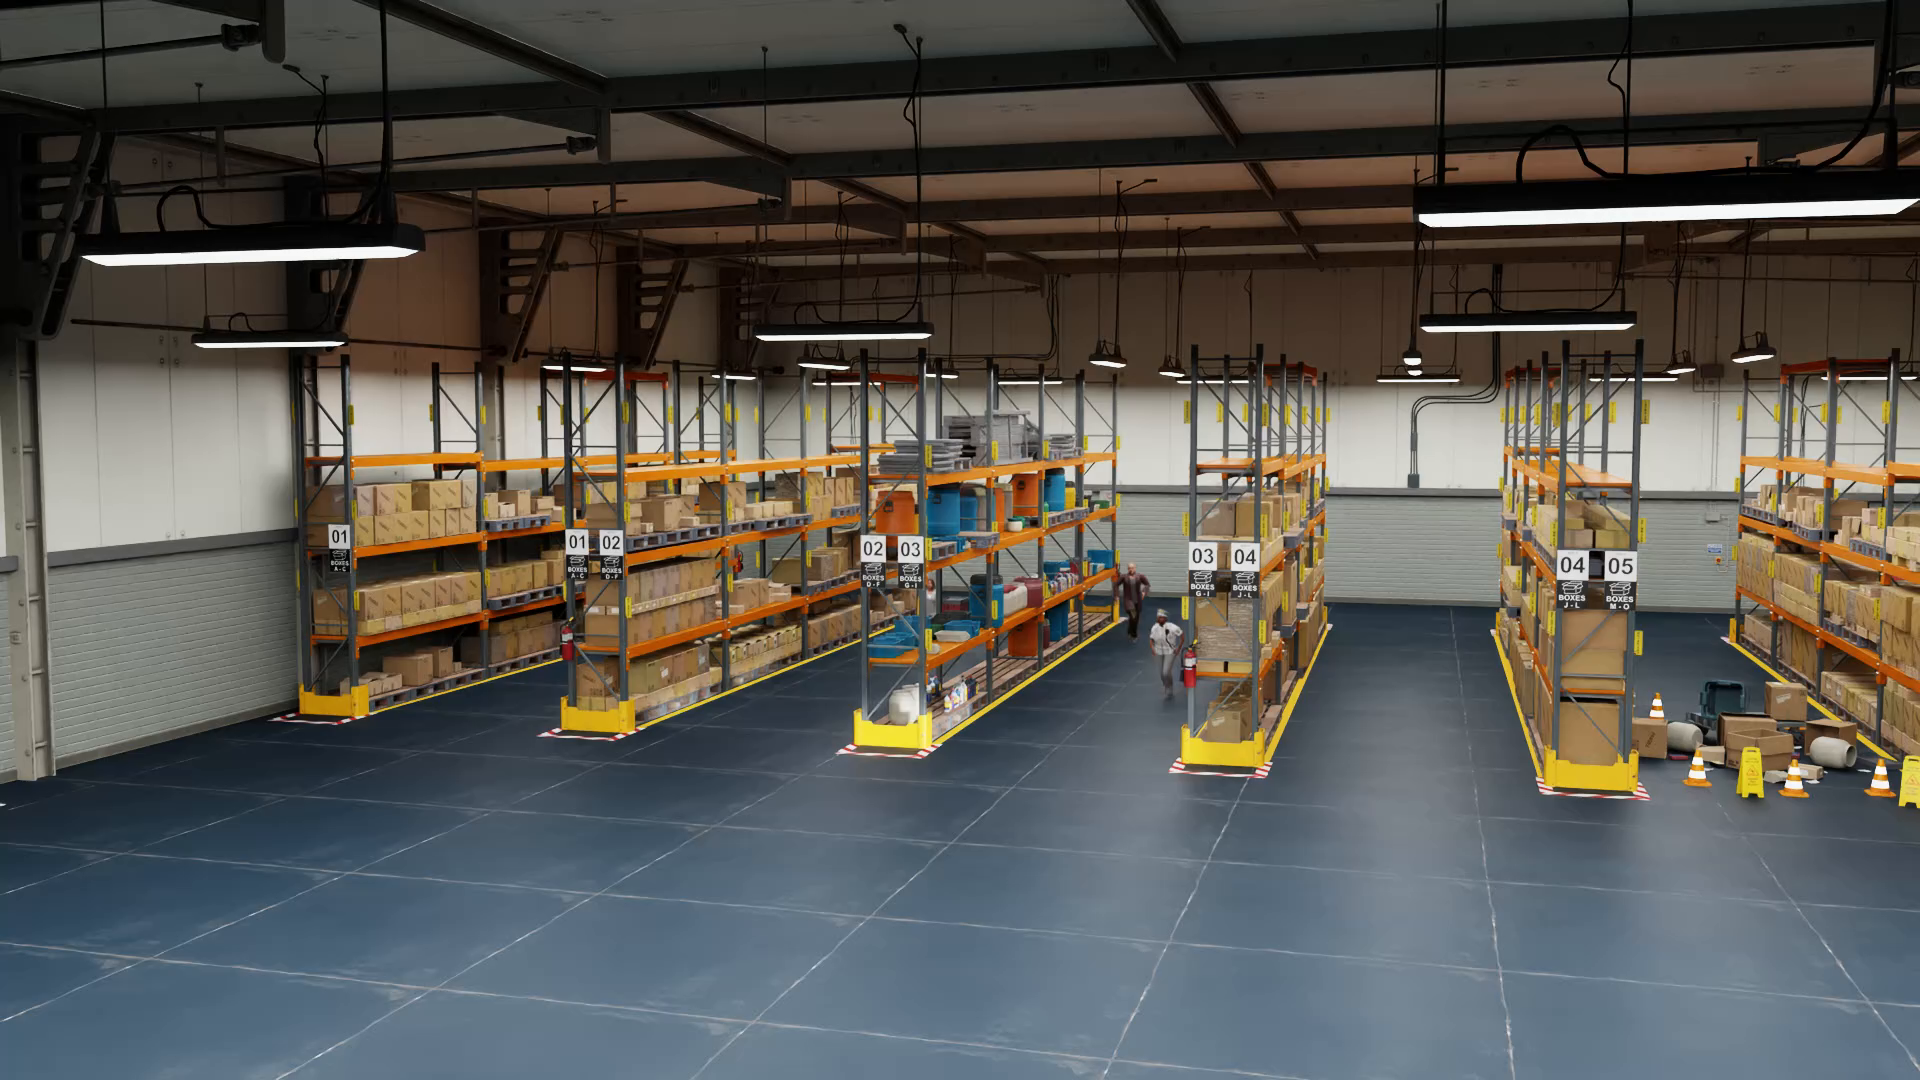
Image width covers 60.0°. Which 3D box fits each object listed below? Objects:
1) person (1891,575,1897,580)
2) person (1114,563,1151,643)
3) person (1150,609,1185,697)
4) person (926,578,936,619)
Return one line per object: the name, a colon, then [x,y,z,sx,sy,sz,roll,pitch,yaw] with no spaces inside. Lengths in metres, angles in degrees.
person: [20.767,1.361,37.187,0.986,1.684,0.535,1,4,10]
person: [3.810,1.398,36.854,0.756,1.817,0.827,-1,4,-17]
person: [3.668,2.000,29.349,0.630,1.614,0.734,2,5,25]
person: [-0.636,1.580,35.050,0.423,1.552,0.888,1,4,7]
